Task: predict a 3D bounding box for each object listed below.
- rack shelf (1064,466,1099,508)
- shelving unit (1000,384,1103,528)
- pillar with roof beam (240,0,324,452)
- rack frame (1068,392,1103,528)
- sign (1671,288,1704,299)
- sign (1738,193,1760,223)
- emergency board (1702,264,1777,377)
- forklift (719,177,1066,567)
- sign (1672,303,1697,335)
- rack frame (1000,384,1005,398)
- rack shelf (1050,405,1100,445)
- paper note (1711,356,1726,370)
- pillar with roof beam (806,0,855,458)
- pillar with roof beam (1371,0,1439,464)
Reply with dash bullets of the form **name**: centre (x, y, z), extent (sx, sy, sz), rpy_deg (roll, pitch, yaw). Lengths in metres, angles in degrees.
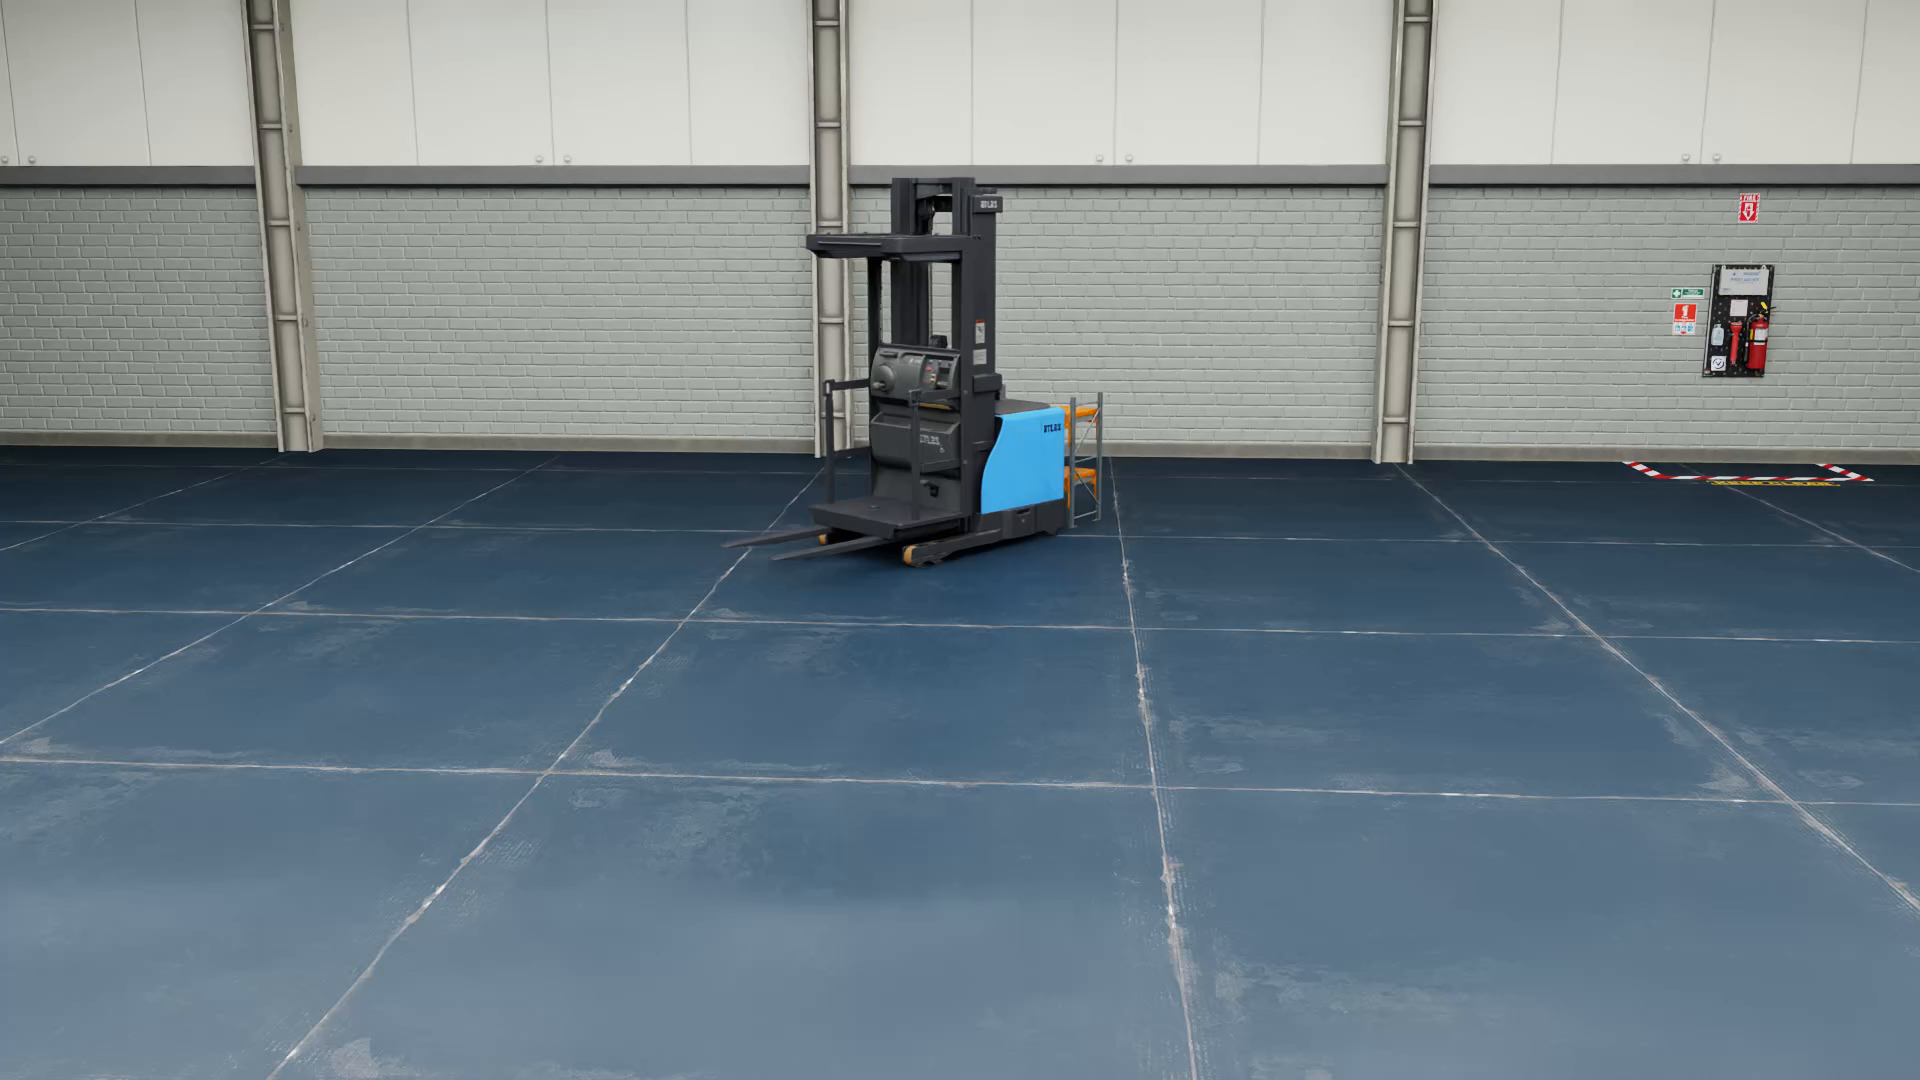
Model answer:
- **rack shelf**: centre (0.669, -0.514, 14.669), extent (1.000, 0.278, 0.538), rpy_deg (8, 14, 34)
- **shelving unit**: centre (0.669, -0.753, 14.619), extent (1.048, 1.125, 0.538), rpy_deg (8, 14, 34)
- **pillar with roof beam**: centre (-7.643, -4.532, 13.457), extent (0.400, 9.000, 9.100), rpy_deg (1, 12, 4)
- **rack frame**: centre (1.085, -0.693, 14.333), extent (0.032, 1.125, 0.500), rpy_deg (8, 14, 34)
- **sign**: centre (7.600, -2.574, 17.367), extent (0.331, 0.109, 0.001), rpy_deg (1, 12, 4)
- **sign**: centre (8.140, -3.426, 17.158), extent (0.199, 0.298, 0.001), rpy_deg (1, 12, 4)
- **emergency board**: centre (8.141, -2.271, 17.297), extent (0.643, 1.169, 0.194), rpy_deg (1, 12, 4)
- **forklift**: centre (-0.505, -1.344, 13.034), extent (1.130, 2.935, 3.031), rpy_deg (11, 16, 44)
- **sign**: centre (7.596, -2.317, 17.431), extent (0.234, 0.329, 0.001), rpy_deg (1, 12, 4)
- **rack frame**: centre (0.253, -0.813, 14.905), extent (0.032, 1.125, 0.500), rpy_deg (8, 14, 34)
- **rack shelf**: centre (0.669, -1.039, 14.559), extent (1.000, 0.278, 0.538), rpy_deg (8, 14, 34)
- **paper note**: centre (7.969, -1.856, 17.466), extent (0.142, 0.148, 0.016), rpy_deg (1, 12, 4)
- **pillar with roof beam**: centre (-1.656, -4.450, 13.065), extent (0.400, 9.000, 9.100), rpy_deg (1, 12, 4)
- **pillar with roof beam**: centre (4.330, -4.368, 12.672), extent (0.400, 9.000, 9.100), rpy_deg (1, 12, 4)
